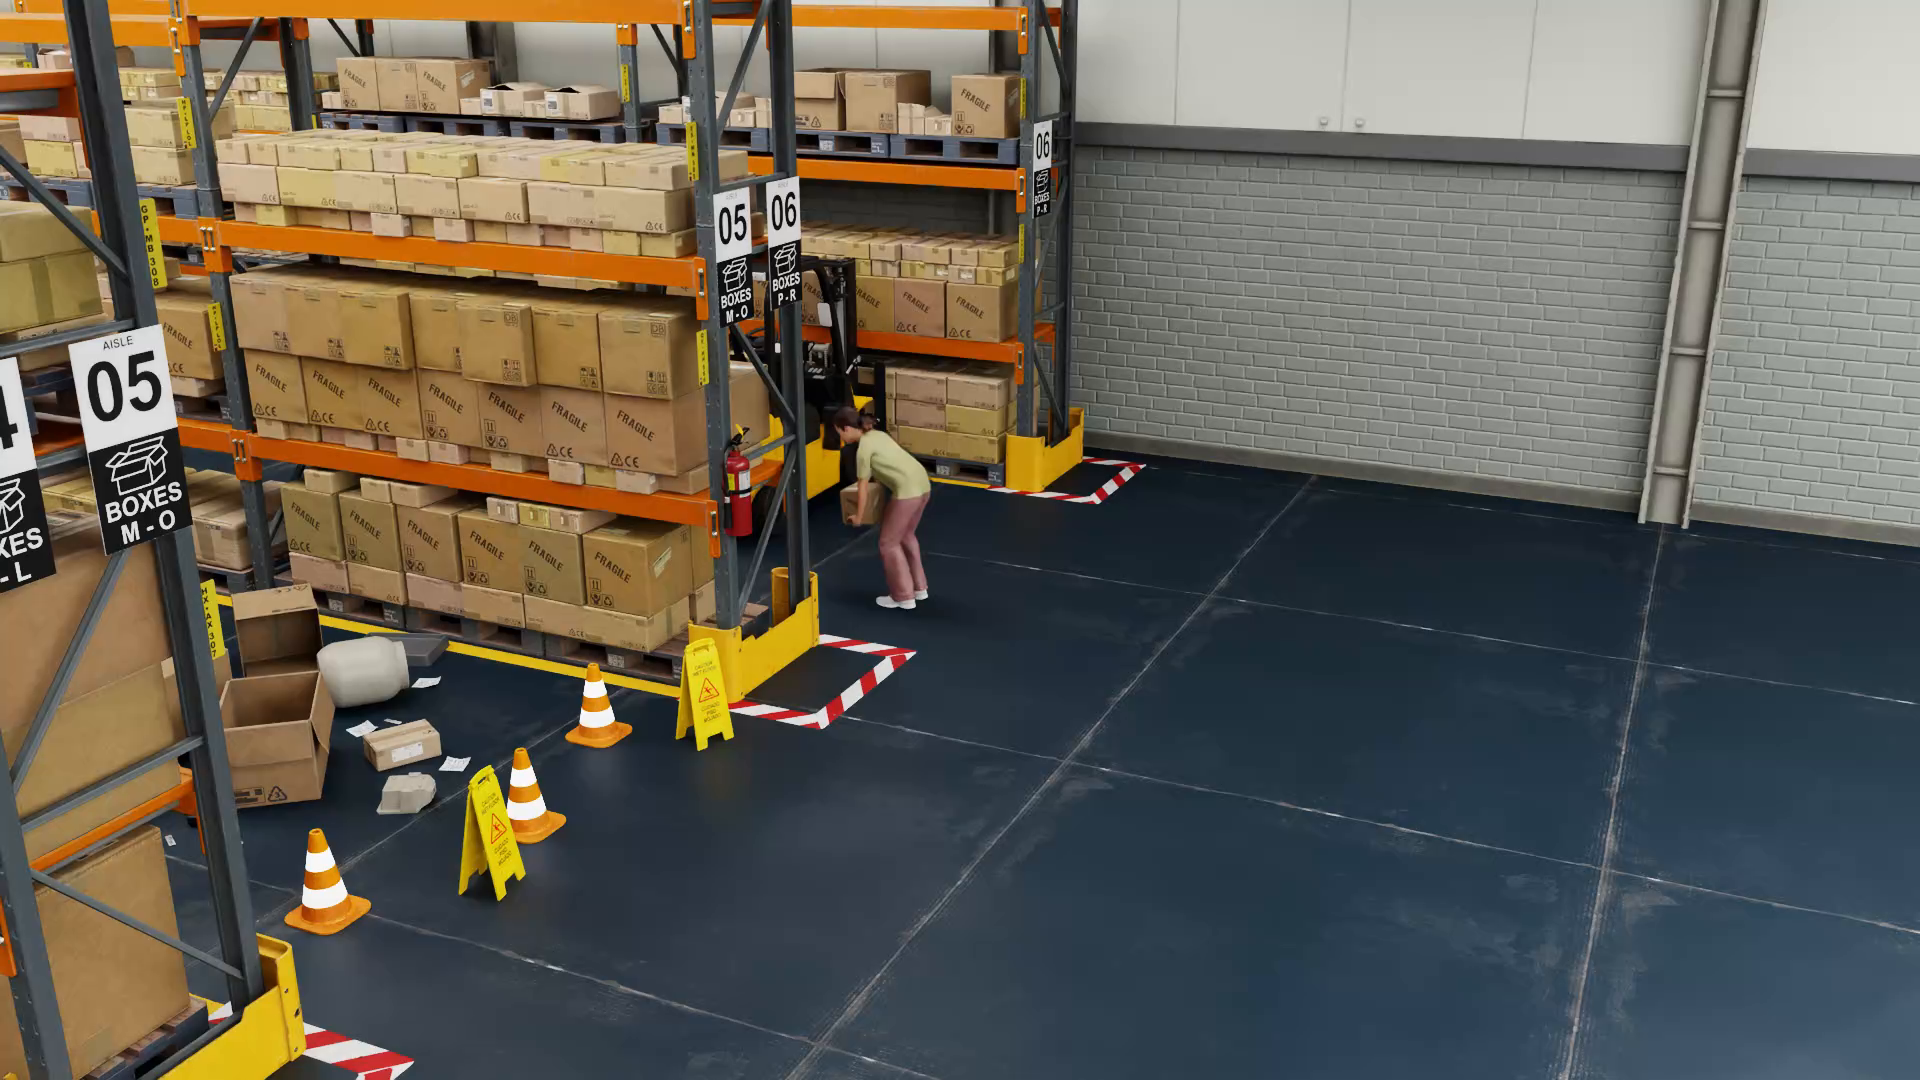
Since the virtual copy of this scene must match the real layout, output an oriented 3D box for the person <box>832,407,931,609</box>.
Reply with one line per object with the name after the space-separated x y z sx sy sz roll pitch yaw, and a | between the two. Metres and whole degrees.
-0.578 -0.246 12.138 0.731 1.445 0.408 8 21 22 | person
